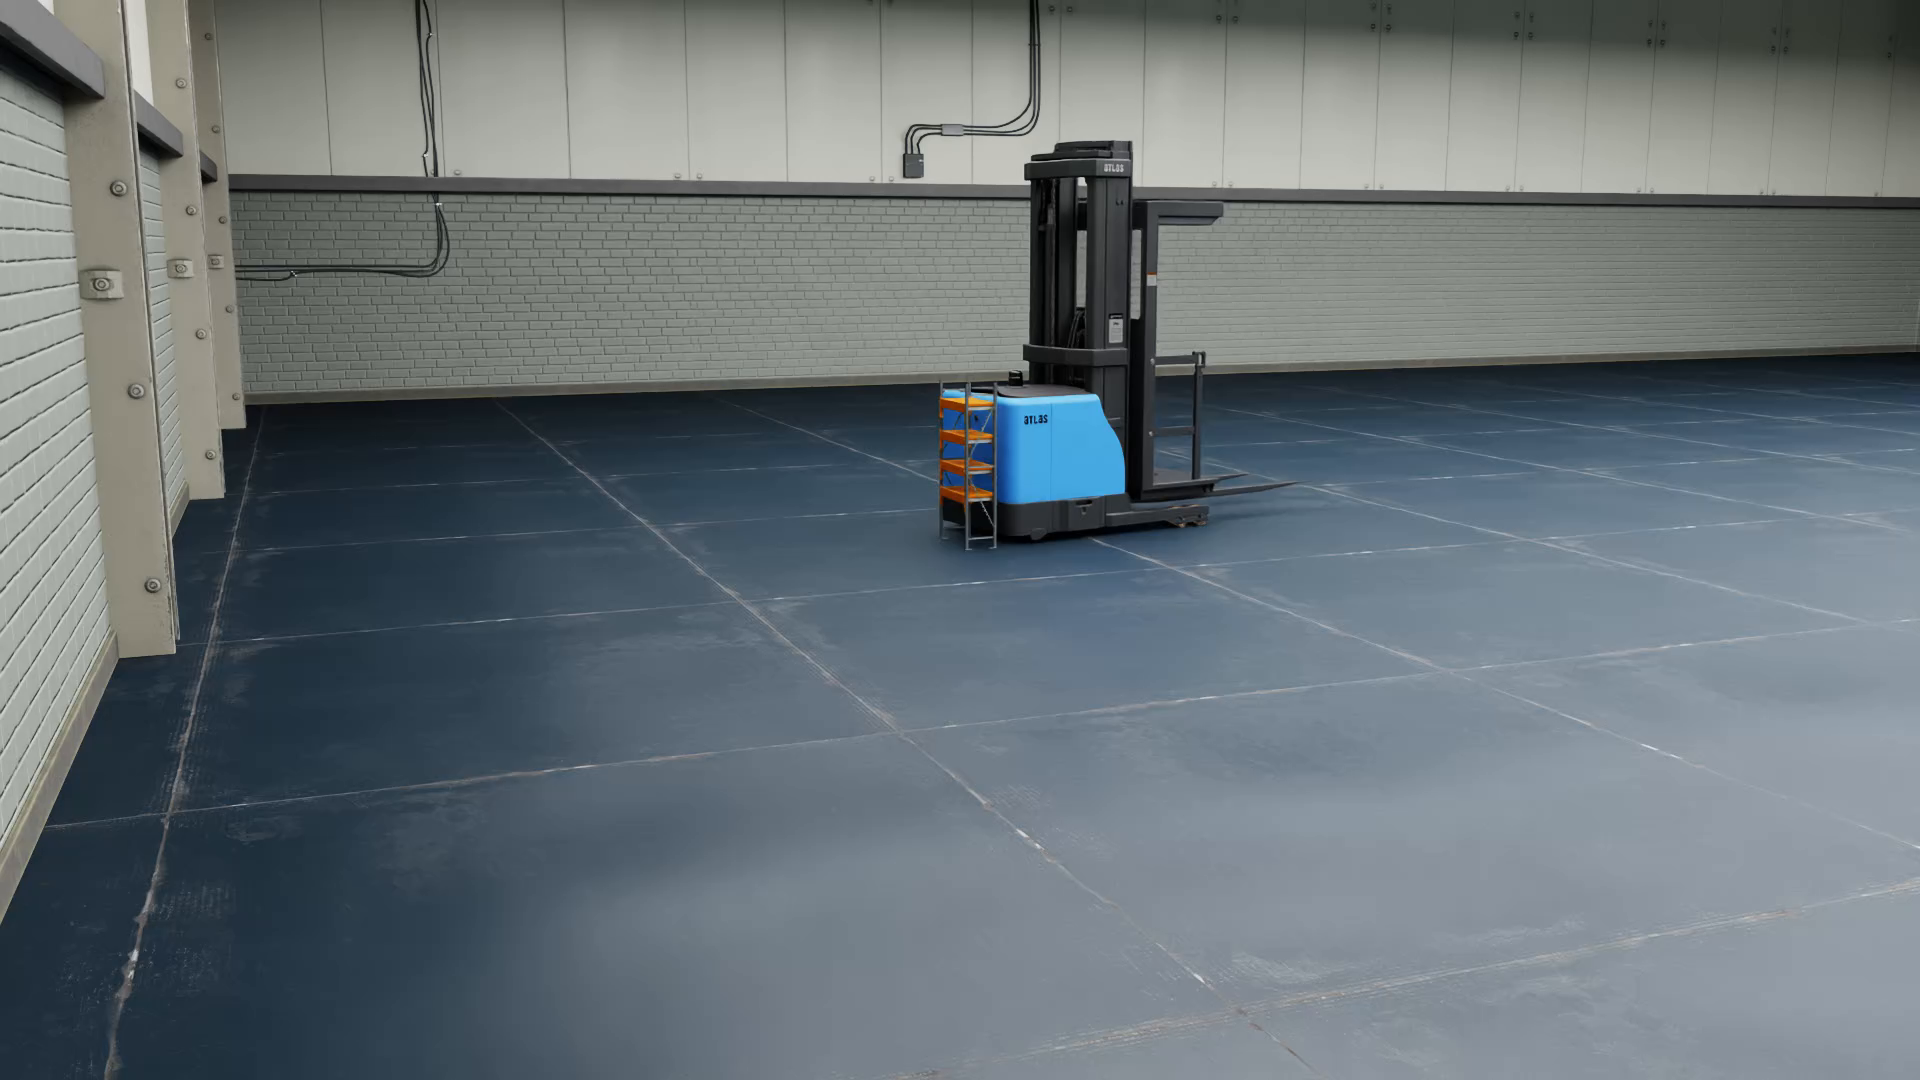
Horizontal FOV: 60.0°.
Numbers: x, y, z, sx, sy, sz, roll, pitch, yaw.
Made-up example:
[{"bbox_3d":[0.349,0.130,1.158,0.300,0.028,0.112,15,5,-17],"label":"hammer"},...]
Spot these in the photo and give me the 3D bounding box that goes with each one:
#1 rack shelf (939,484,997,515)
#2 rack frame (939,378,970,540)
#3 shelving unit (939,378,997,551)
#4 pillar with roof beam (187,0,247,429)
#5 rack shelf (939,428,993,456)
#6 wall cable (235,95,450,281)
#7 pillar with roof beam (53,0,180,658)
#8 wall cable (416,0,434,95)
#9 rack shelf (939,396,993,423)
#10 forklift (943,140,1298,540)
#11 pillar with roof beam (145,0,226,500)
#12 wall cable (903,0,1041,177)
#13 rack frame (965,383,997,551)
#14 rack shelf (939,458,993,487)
[{"bbox_3d":[0.056,-0.301,12.205,0.258,0.148,0.480,-4,11,-22],"label":"rack shelf"},{"bbox_3d":[-0.039,-0.602,12.380,0.240,1.200,0.015,-4,11,-22],"label":"rack frame"},{"bbox_3d":[0.056,-0.563,12.159,0.258,1.200,0.503,-4,11,-22],"label":"shelving unit"},{"bbox_3d":[-4.788,-6.072,20.860,9.100,9.000,0.400,-4,11,-21],"label":"pillar with roof beam"},{"bbox_3d":[0.056,-0.717,12.131,0.258,0.148,0.480,-4,11,-22],"label":"rack shelf"},{"bbox_3d":[-8.636,-4.835,22.771,3.097,2.526,0.112,-4,11,-21],"label":"wall cable"},{"bbox_3d":[-0.440,-4.113,9.848,9.100,9.000,0.400,-4,11,-21],"label":"pillar with roof beam"},{"bbox_3d":[-6.114,-7.493,23.294,3.097,2.526,0.112,-4,11,-21],"label":"wall cable"},{"bbox_3d":[0.056,-0.950,12.090,0.258,0.148,0.480,-4,11,-22],"label":"rack shelf"},{"bbox_3d":[1.360,-1.611,13.108,3.031,2.935,1.130,-6,12,-32],"label":"forklift"},{"bbox_3d":[-2.614,-5.092,15.354,9.100,9.000,0.400,-4,11,-21],"label":"pillar with roof beam"},{"bbox_3d":[0.218,-8.638,25.574,2.305,6.003,0.169,-4,11,-21],"label":"wall cable"},{"bbox_3d":[0.150,-0.524,11.937,0.240,1.200,0.015,-4,11,-22],"label":"rack frame"},{"bbox_3d":[0.056,-0.497,12.170,0.258,0.148,0.480,-4,11,-22],"label":"rack shelf"}]
